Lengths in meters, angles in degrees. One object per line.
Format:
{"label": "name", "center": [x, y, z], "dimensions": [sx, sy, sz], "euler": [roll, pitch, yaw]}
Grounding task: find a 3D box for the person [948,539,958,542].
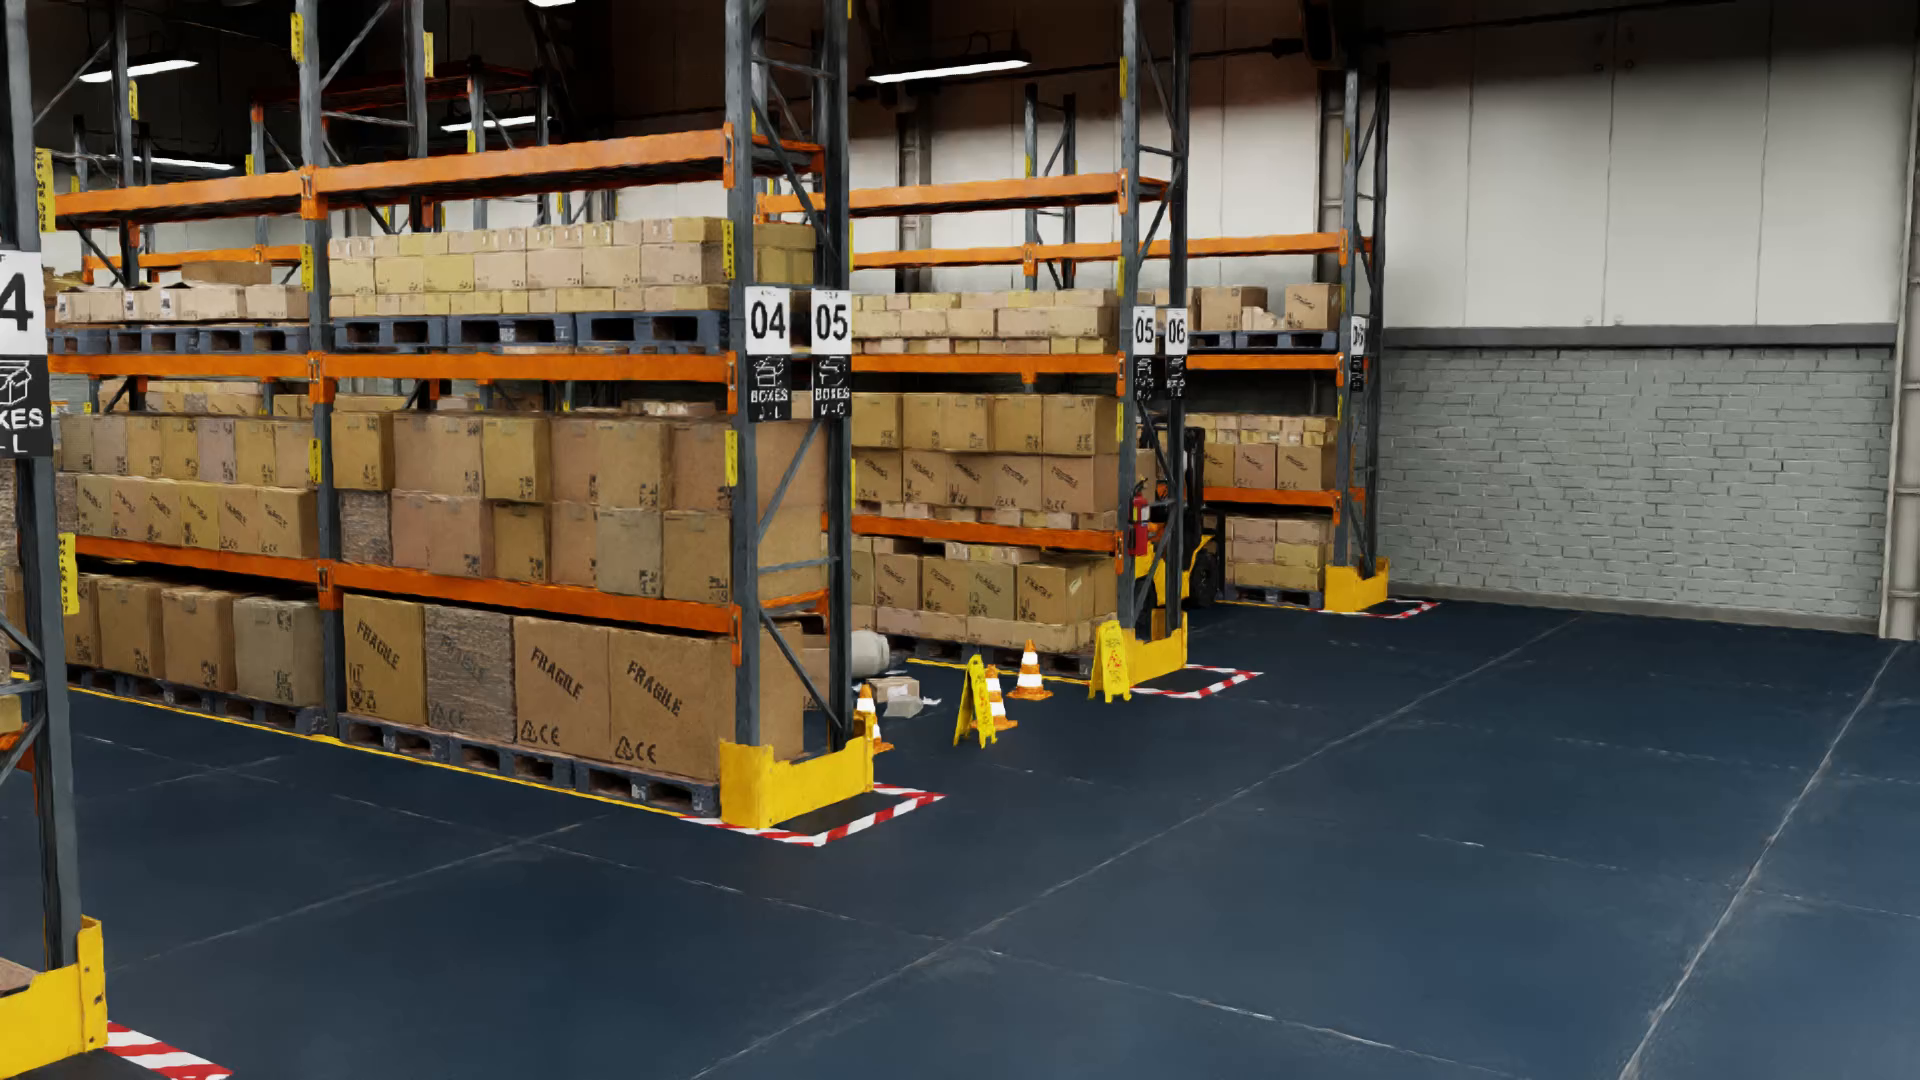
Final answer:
{"label": "person", "center": [0.140, -0.053, 18.340], "dimensions": [0.596, 1.652, 0.506], "euler": [6, 9, 41]}
